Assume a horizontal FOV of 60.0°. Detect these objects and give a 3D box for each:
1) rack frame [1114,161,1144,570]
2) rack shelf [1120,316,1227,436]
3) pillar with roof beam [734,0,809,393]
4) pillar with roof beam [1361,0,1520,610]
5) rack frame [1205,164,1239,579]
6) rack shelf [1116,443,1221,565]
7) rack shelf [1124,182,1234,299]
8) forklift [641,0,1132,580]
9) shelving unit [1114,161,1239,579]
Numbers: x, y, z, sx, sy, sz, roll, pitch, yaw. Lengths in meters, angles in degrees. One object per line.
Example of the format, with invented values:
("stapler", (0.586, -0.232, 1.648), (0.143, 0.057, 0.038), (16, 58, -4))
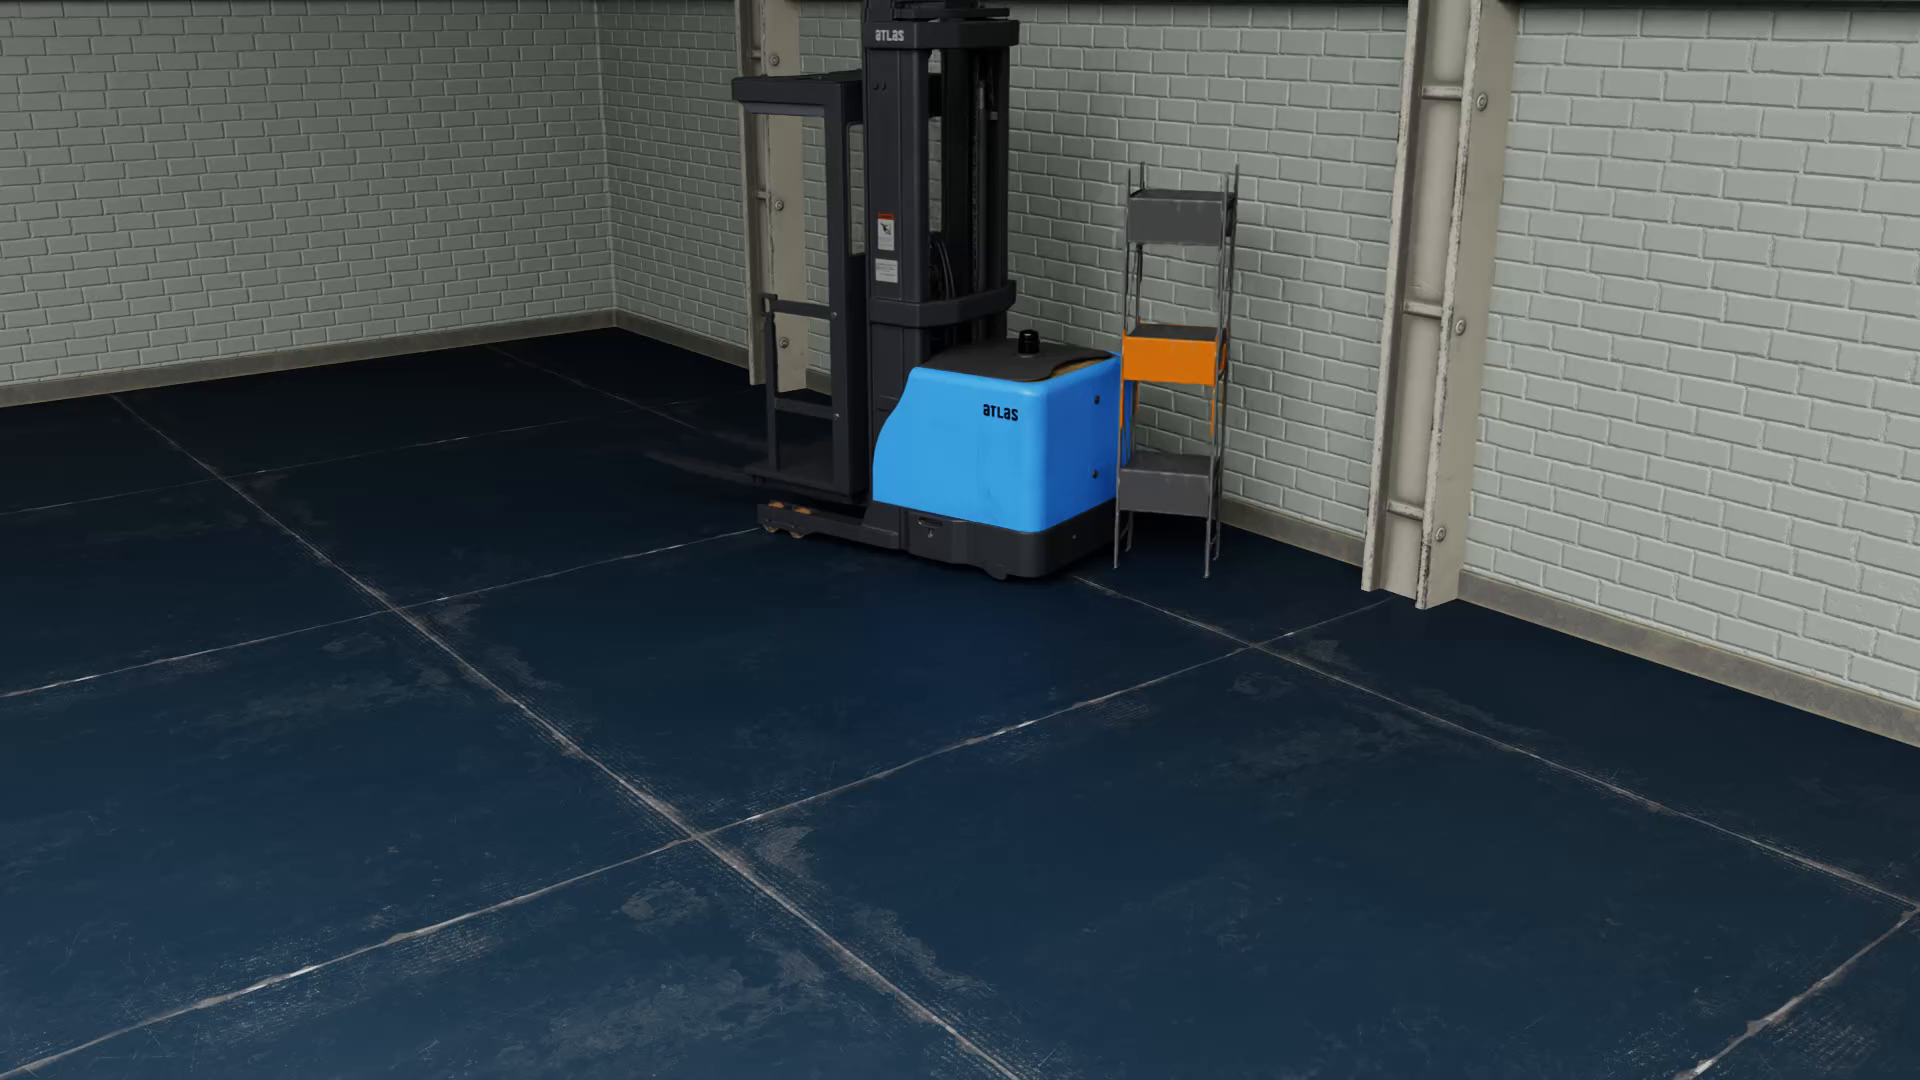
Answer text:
("rack frame", (0.887, -0.898, 8.732), (0.015, 2.100, 0.400), (5, 19, 16))
("rack shelf", (1.120, -0.862, 8.669), (0.480, 0.518, 0.431), (5, 19, 16))
("pillar with roof beam", (-4.786, -4.640, 9.059), (9.100, 9.000, 0.400), (-14, 23, -36))
("pillar with roof beam", (-1.061, -3.161, 4.594), (9.100, 9.000, 0.400), (-14, 23, -36))
("rack frame", (1.354, -0.853, 8.597), (0.015, 2.100, 0.400), (5, 19, 16))
("rack shelf", (1.120, -0.198, 8.888), (0.480, 0.518, 0.431), (5, 19, 16))
("rack shelf", (1.121, -1.527, 8.450), (0.480, 0.518, 0.431), (5, 19, 16))
("forklift", (-0.545, -1.526, 9.308), (3.031, 2.935, 1.130), (13, 22, 33))
("shelving unit", (1.120, -0.875, 8.664), (0.503, 2.100, 0.431), (5, 19, 16))
